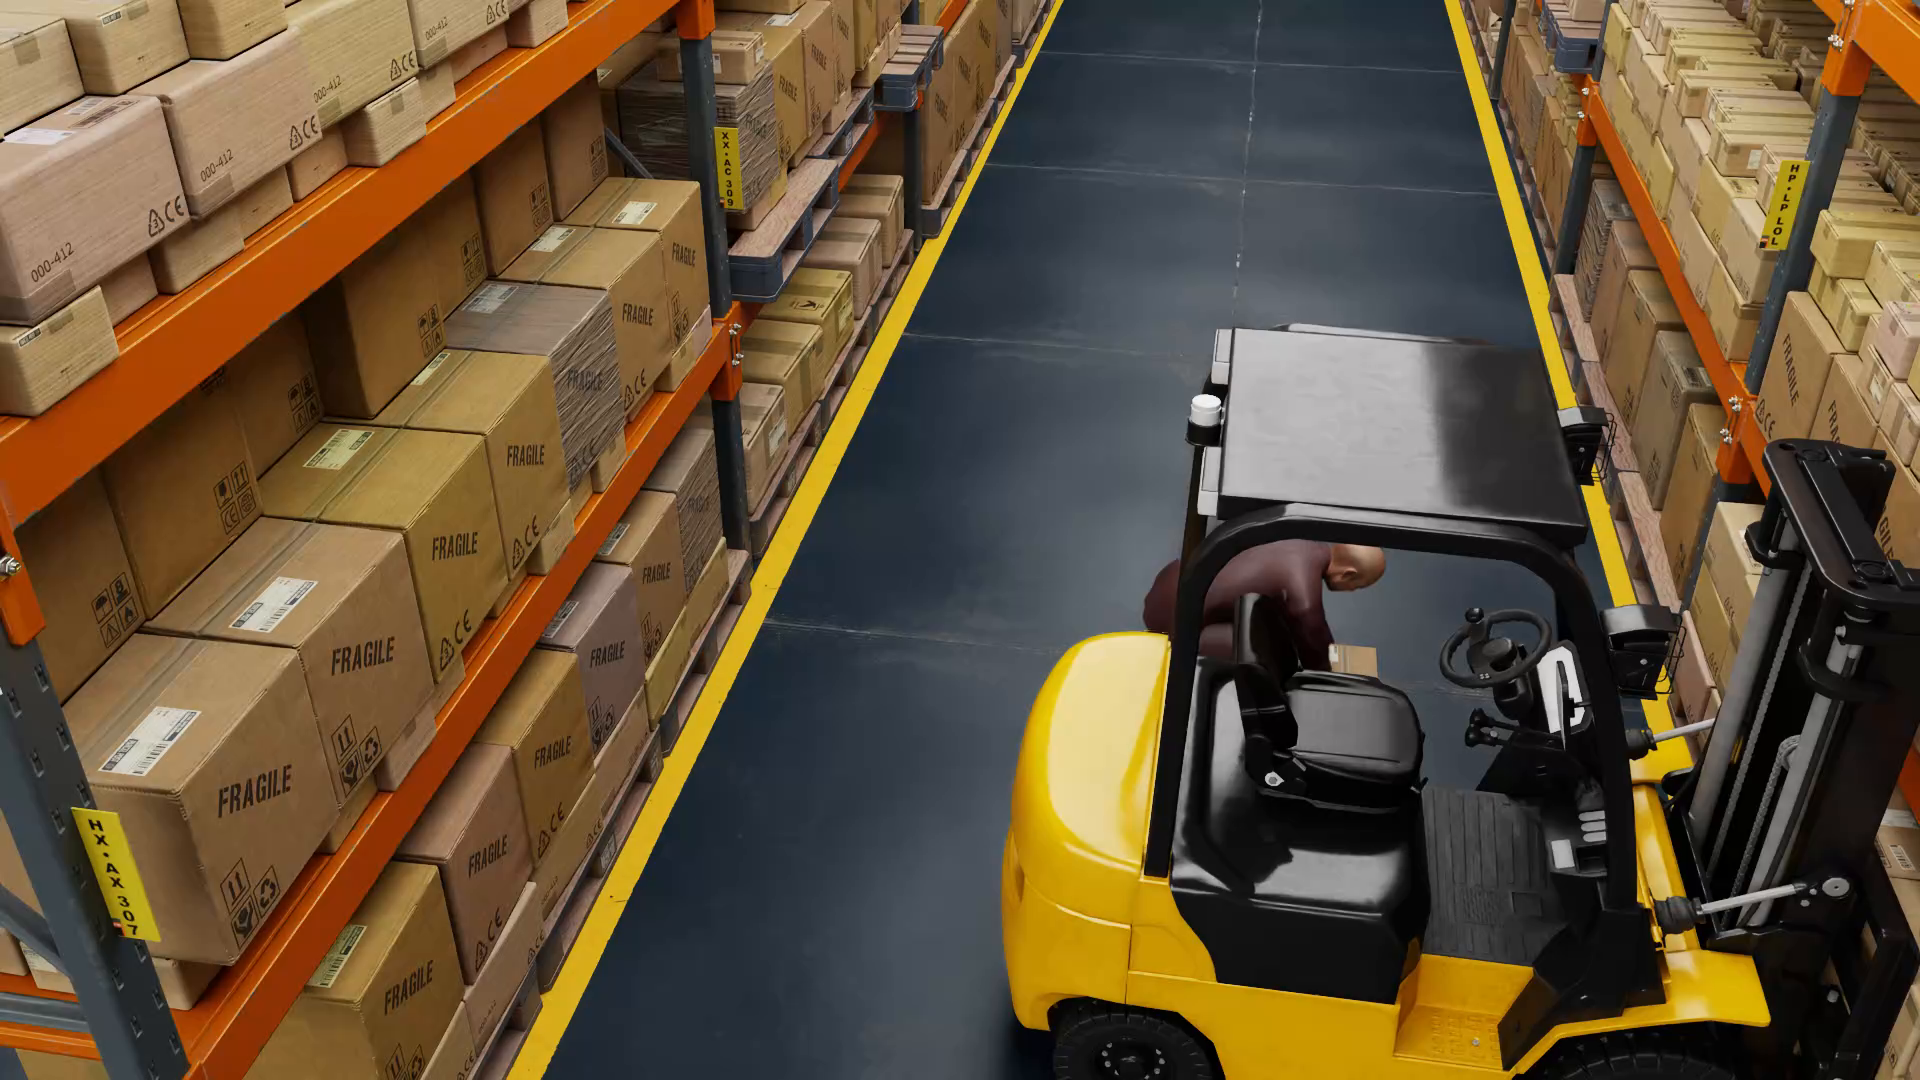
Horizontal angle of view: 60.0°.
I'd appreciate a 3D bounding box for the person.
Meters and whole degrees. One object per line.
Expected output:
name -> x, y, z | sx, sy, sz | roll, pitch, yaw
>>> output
person -> 1.180, 0.376, 6.571 | 0.924, 0.844, 0.580 | 5, 32, 7
